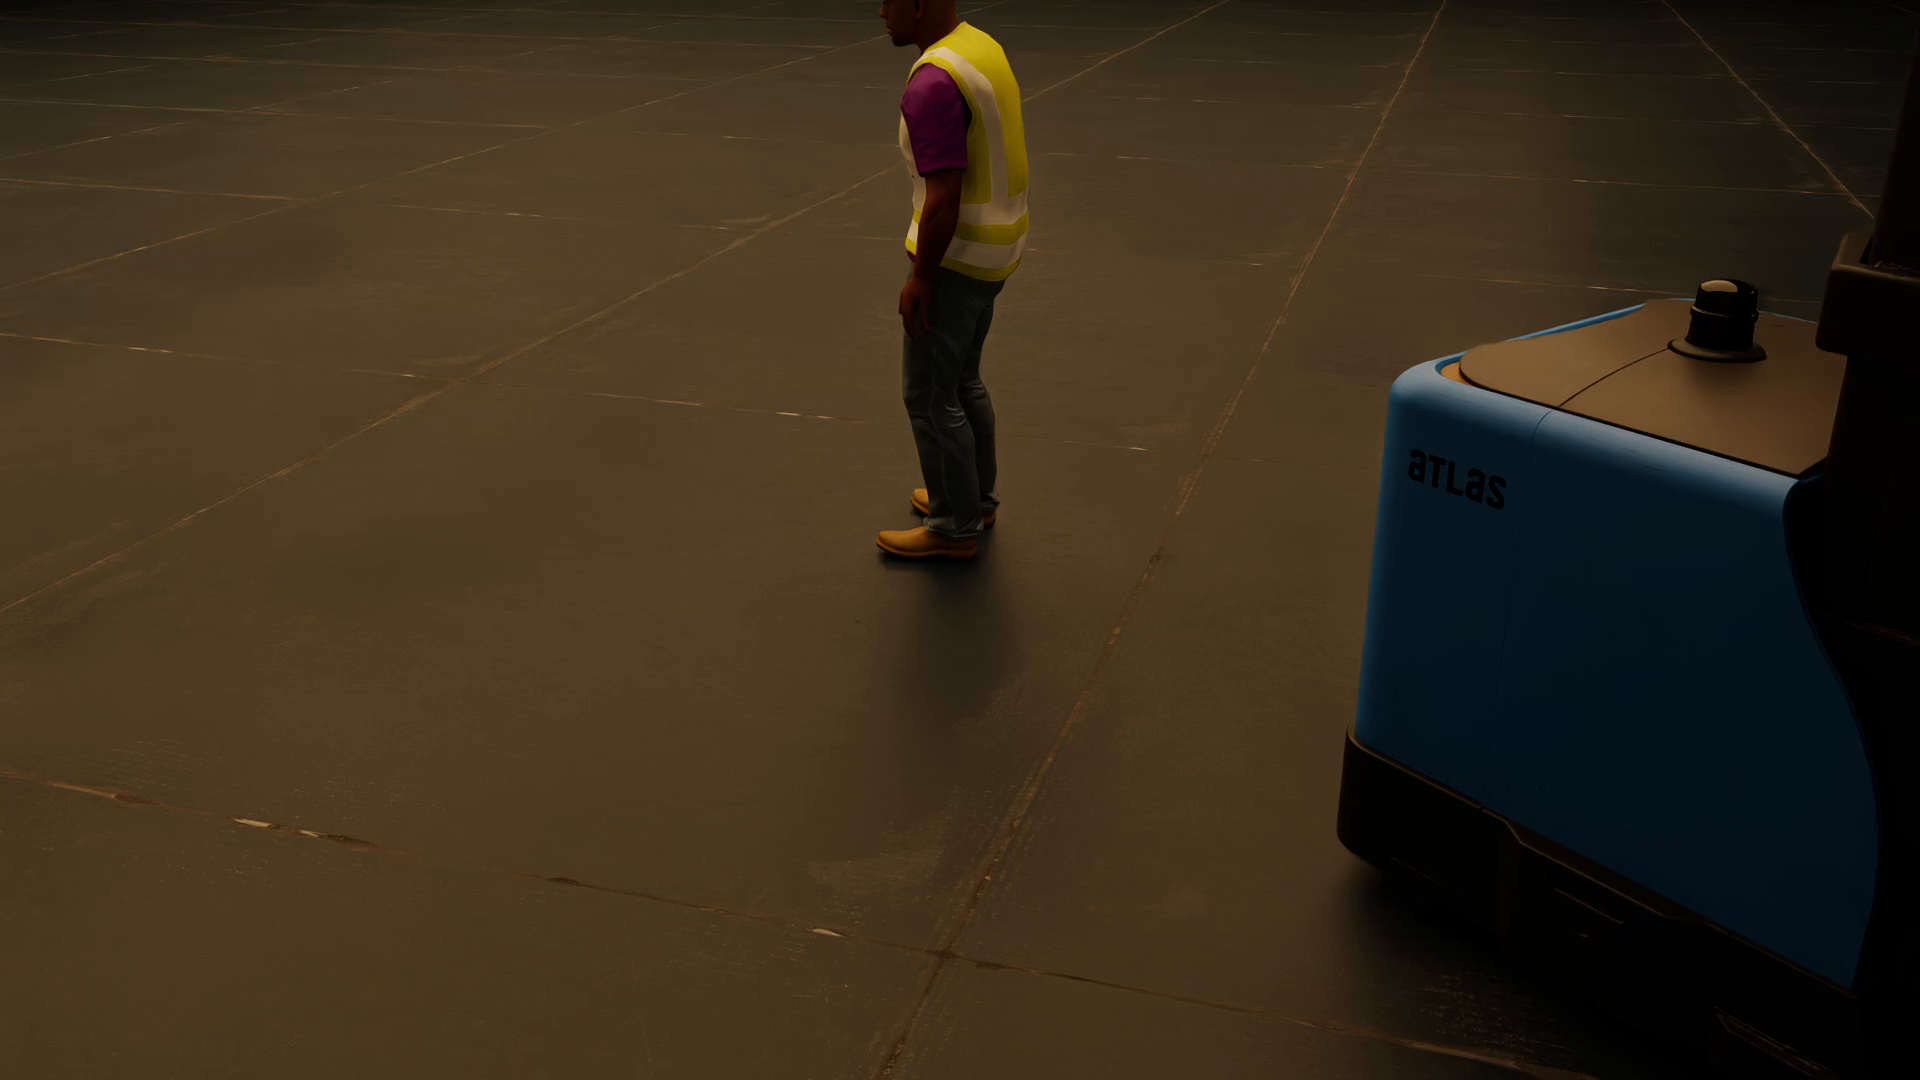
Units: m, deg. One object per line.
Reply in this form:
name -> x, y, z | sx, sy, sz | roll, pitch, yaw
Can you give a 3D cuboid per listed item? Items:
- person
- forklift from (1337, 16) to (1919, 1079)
person -> -0.041, -0.813, 4.789 | 0.460, 1.760, 0.626 | 6, 23, 14
forklift -> 2.073, -0.343, 2.109 | 1.130, 2.935, 3.031 | -16, 27, -34
